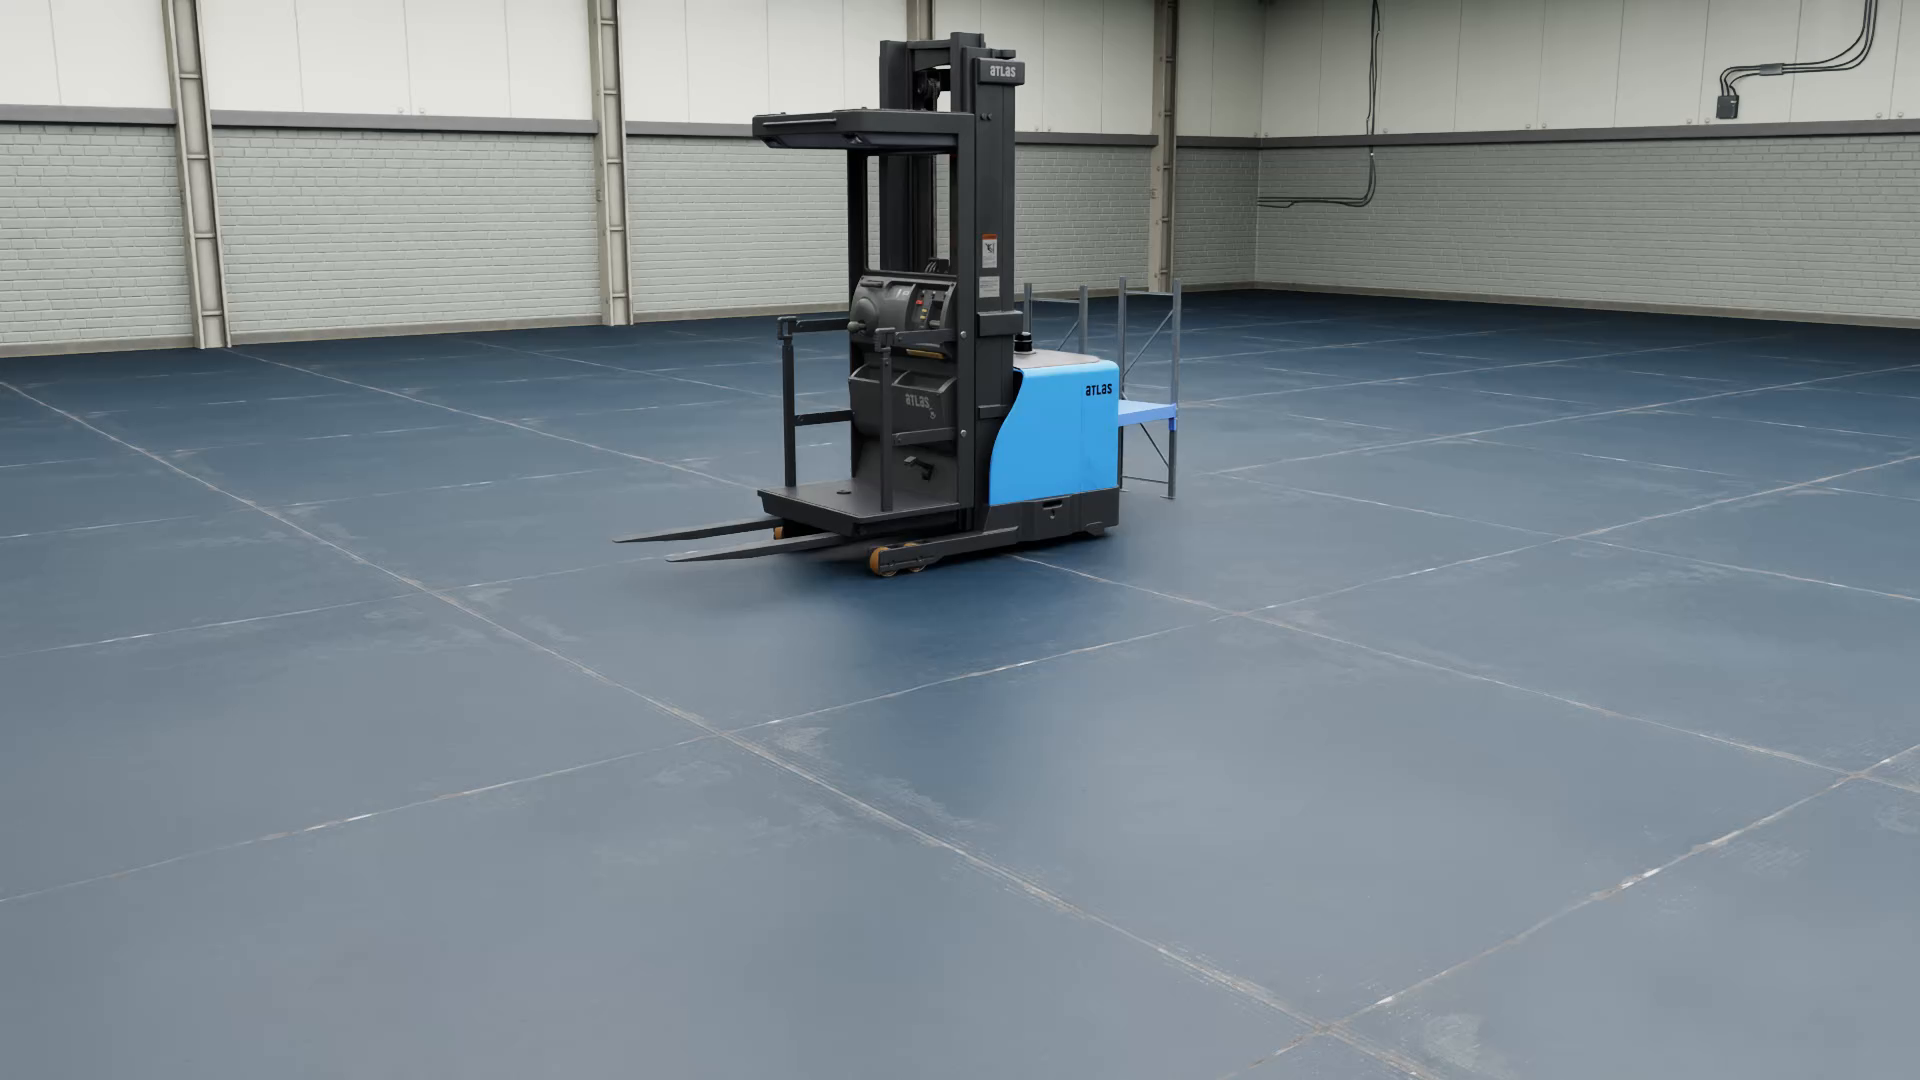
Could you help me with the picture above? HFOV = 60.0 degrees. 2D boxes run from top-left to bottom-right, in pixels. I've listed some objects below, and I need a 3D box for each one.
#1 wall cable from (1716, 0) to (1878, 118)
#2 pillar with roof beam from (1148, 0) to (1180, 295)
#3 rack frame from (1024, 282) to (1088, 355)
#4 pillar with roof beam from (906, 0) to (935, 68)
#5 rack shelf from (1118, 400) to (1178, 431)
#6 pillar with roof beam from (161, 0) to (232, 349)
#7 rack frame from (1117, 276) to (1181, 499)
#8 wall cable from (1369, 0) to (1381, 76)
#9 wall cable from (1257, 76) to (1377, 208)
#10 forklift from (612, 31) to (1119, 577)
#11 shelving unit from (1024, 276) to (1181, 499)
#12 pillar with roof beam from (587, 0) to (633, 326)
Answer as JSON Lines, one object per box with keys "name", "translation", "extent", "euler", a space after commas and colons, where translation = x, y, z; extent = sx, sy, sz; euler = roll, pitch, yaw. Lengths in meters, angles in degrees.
{"name": "wall cable", "translation": [13.056, -9.624, 25.598], "extent": [0.169, 6.003, 2.305], "euler": [-9, 15, -38]}
{"name": "pillar with roof beam", "translation": [6.701, -8.636, 29.134], "extent": [0.400, 9.000, 9.100], "euler": [-9, 15, -38]}
{"name": "rack frame", "translation": [0.608, -0.897, 10.742], "extent": [0.500, 1.500, 0.032], "euler": [11, 16, 41]}
{"name": "pillar with roof beam", "translation": [2.016, -7.857, 25.467], "extent": [0.400, 9.000, 9.100], "euler": [-9, 15, -38]}
{"name": "rack shelf", "translation": [0.950, -0.799, 11.147], "extent": [0.538, 0.185, 1.000], "euler": [11, 16, 41]}
{"name": "pillar with roof beam", "translation": [-7.354, -6.300, 18.134], "extent": [0.400, 9.000, 9.100], "euler": [-9, 15, -38]}
{"name": "rack frame", "translation": [1.292, -1.053, 11.477], "extent": [0.500, 1.500, 0.032], "euler": [11, 16, 41]}
{"name": "wall cable", "translation": [8.828, -10.015, 30.944], "extent": [0.112, 2.526, 3.097], "euler": [-9, 15, -38]}
{"name": "wall cable", "translation": [7.138, -7.983, 33.535], "extent": [0.112, 2.526, 3.097], "euler": [-9, 15, -38]}
{"name": "forklift", "translation": [-0.497, -1.354, 9.448], "extent": [3.031, 2.935, 1.130], "euler": [-9, 15, -37]}
{"name": "shelving unit", "translation": [0.950, -0.975, 11.109], "extent": [0.538, 1.500, 1.048], "euler": [11, 16, 41]}
{"name": "pillar with roof beam", "translation": [-2.669, -7.079, 21.801], "extent": [0.400, 9.000, 9.100], "euler": [-9, 15, -38]}
